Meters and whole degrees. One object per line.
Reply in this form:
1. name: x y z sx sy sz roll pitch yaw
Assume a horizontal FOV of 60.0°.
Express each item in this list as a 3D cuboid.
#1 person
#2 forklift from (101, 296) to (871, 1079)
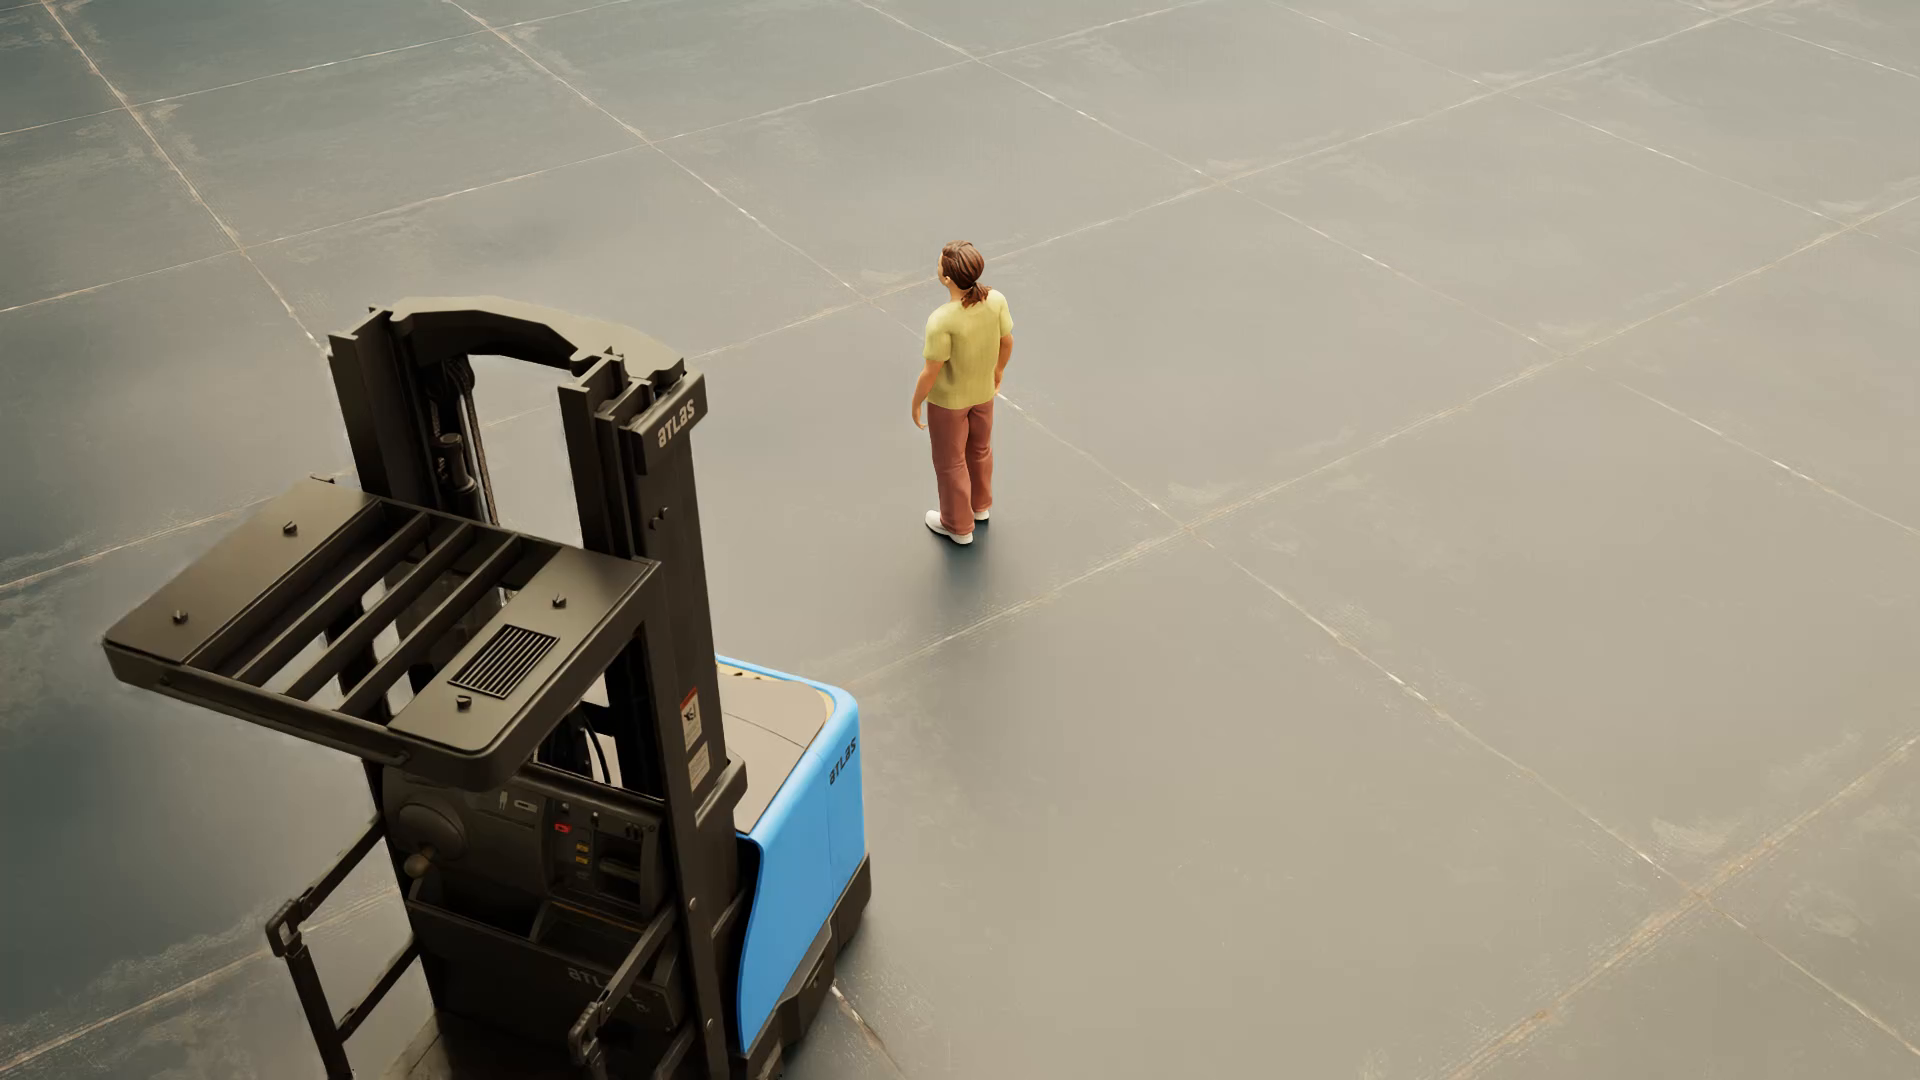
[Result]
1. person: -0.033 -0.719 7.961 0.553 1.675 0.549 -23 42 -28
2. forklift: -1.362 0.929 4.688 1.130 2.935 3.031 13 39 17
